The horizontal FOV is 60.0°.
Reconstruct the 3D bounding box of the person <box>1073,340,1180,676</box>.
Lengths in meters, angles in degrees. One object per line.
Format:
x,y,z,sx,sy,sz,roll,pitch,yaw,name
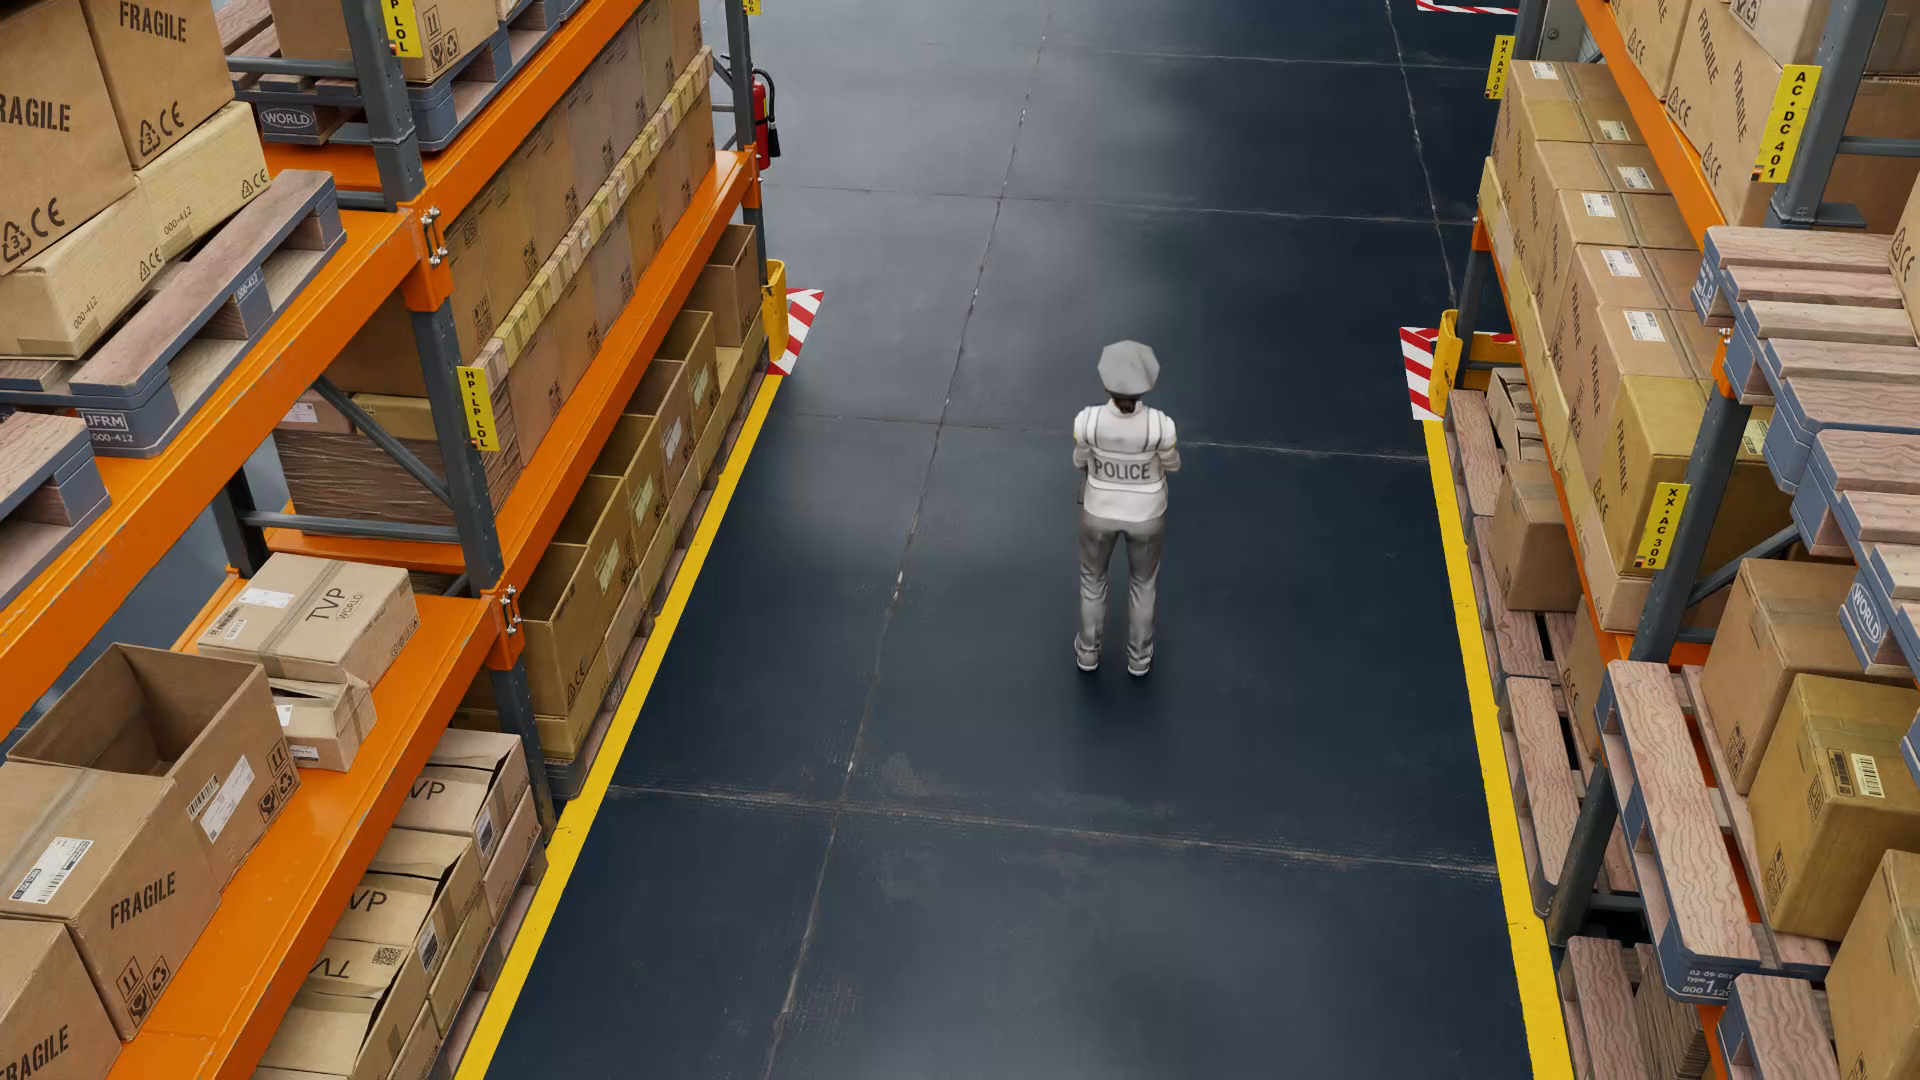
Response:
0.711,-0.163,7.239,0.459,1.686,0.556,5,37,7,person
